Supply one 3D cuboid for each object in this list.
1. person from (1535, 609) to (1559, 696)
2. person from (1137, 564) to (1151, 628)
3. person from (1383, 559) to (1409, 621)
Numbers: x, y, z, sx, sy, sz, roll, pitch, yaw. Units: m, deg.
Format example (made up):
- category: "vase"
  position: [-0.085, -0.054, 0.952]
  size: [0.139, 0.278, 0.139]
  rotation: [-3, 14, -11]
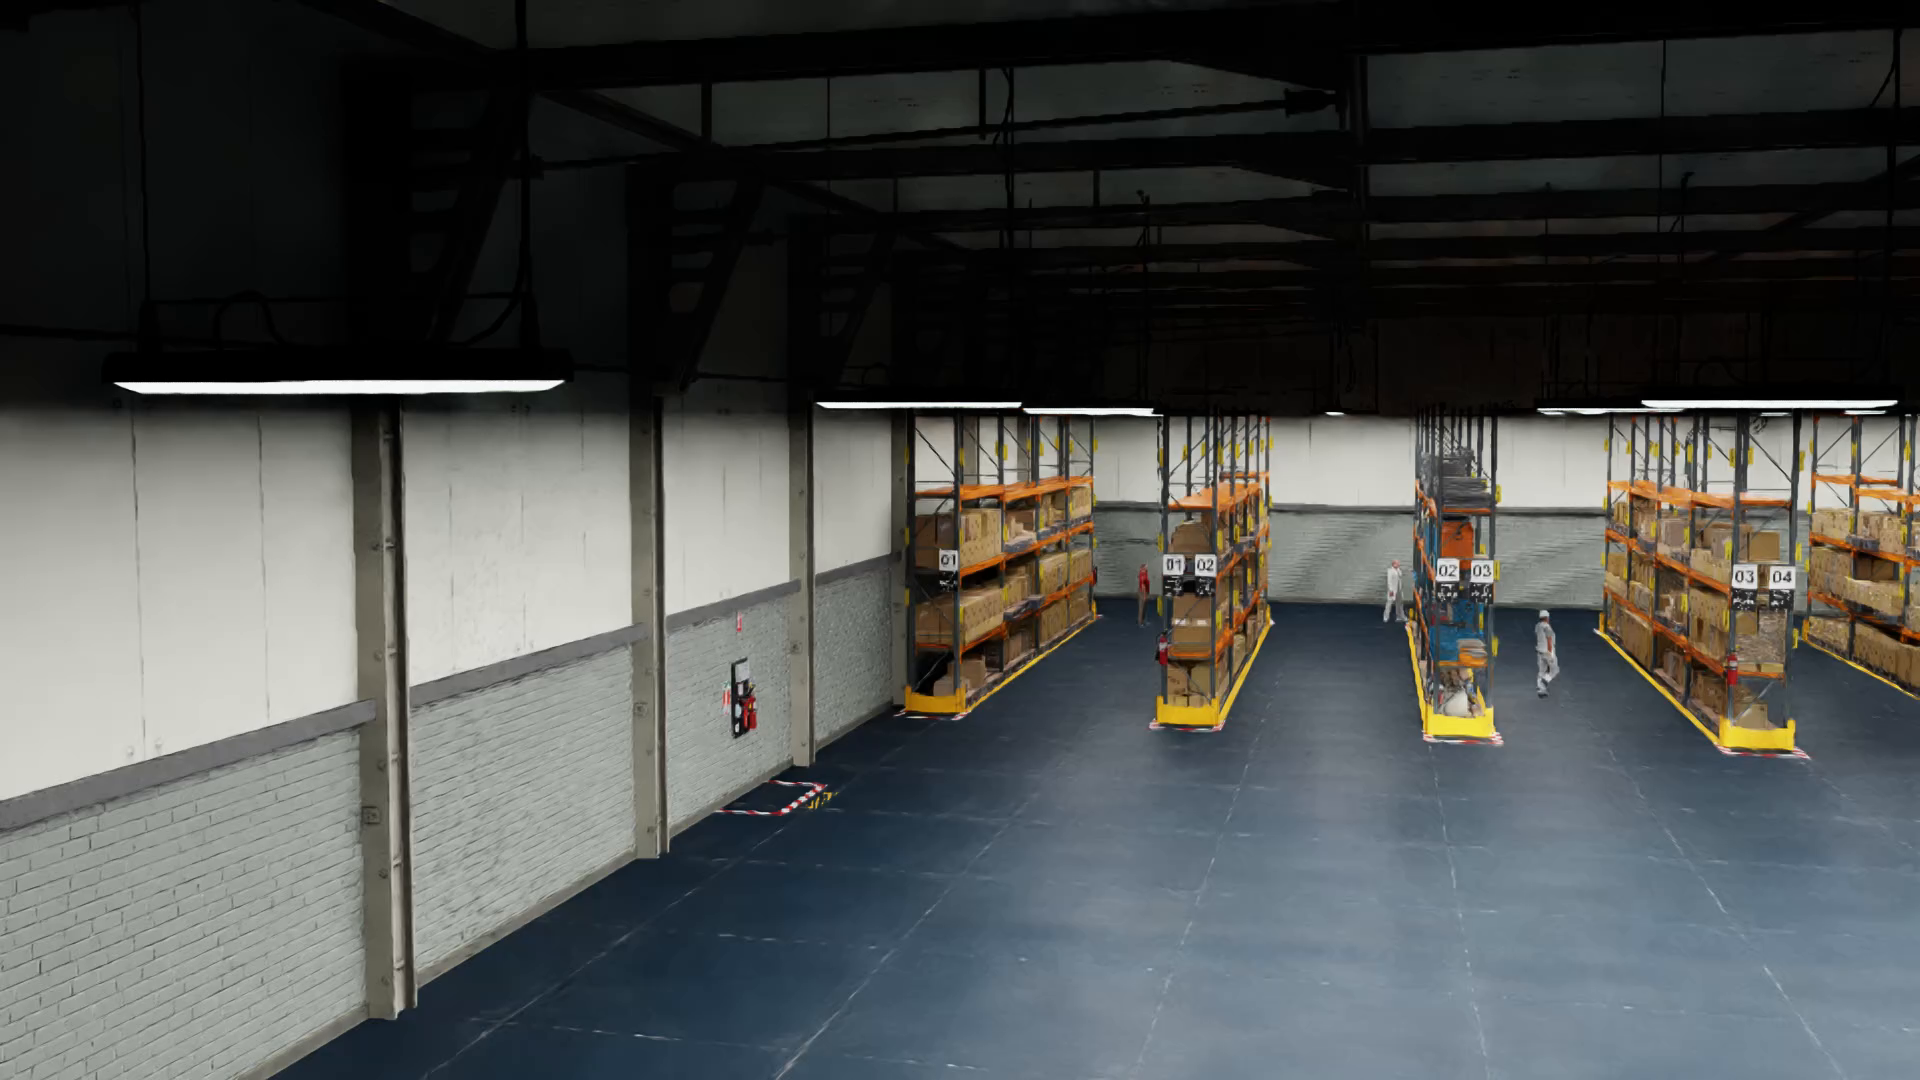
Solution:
- category: "person"
  position: [12.070, 2.329, 34.329]
  size: [0.444, 1.786, 0.598]
  rotation: [-1, 4, -12]
- category: "person"
  position: [5.059, 1.515, 45.726]
  size: [0.403, 1.733, 0.659]
  rotation: [0, 4, 4]
- category: "person"
  position: [12.290, 1.403, 46.936]
  size: [0.741, 1.770, 0.583]
  rotation: [-4, 6, -42]
